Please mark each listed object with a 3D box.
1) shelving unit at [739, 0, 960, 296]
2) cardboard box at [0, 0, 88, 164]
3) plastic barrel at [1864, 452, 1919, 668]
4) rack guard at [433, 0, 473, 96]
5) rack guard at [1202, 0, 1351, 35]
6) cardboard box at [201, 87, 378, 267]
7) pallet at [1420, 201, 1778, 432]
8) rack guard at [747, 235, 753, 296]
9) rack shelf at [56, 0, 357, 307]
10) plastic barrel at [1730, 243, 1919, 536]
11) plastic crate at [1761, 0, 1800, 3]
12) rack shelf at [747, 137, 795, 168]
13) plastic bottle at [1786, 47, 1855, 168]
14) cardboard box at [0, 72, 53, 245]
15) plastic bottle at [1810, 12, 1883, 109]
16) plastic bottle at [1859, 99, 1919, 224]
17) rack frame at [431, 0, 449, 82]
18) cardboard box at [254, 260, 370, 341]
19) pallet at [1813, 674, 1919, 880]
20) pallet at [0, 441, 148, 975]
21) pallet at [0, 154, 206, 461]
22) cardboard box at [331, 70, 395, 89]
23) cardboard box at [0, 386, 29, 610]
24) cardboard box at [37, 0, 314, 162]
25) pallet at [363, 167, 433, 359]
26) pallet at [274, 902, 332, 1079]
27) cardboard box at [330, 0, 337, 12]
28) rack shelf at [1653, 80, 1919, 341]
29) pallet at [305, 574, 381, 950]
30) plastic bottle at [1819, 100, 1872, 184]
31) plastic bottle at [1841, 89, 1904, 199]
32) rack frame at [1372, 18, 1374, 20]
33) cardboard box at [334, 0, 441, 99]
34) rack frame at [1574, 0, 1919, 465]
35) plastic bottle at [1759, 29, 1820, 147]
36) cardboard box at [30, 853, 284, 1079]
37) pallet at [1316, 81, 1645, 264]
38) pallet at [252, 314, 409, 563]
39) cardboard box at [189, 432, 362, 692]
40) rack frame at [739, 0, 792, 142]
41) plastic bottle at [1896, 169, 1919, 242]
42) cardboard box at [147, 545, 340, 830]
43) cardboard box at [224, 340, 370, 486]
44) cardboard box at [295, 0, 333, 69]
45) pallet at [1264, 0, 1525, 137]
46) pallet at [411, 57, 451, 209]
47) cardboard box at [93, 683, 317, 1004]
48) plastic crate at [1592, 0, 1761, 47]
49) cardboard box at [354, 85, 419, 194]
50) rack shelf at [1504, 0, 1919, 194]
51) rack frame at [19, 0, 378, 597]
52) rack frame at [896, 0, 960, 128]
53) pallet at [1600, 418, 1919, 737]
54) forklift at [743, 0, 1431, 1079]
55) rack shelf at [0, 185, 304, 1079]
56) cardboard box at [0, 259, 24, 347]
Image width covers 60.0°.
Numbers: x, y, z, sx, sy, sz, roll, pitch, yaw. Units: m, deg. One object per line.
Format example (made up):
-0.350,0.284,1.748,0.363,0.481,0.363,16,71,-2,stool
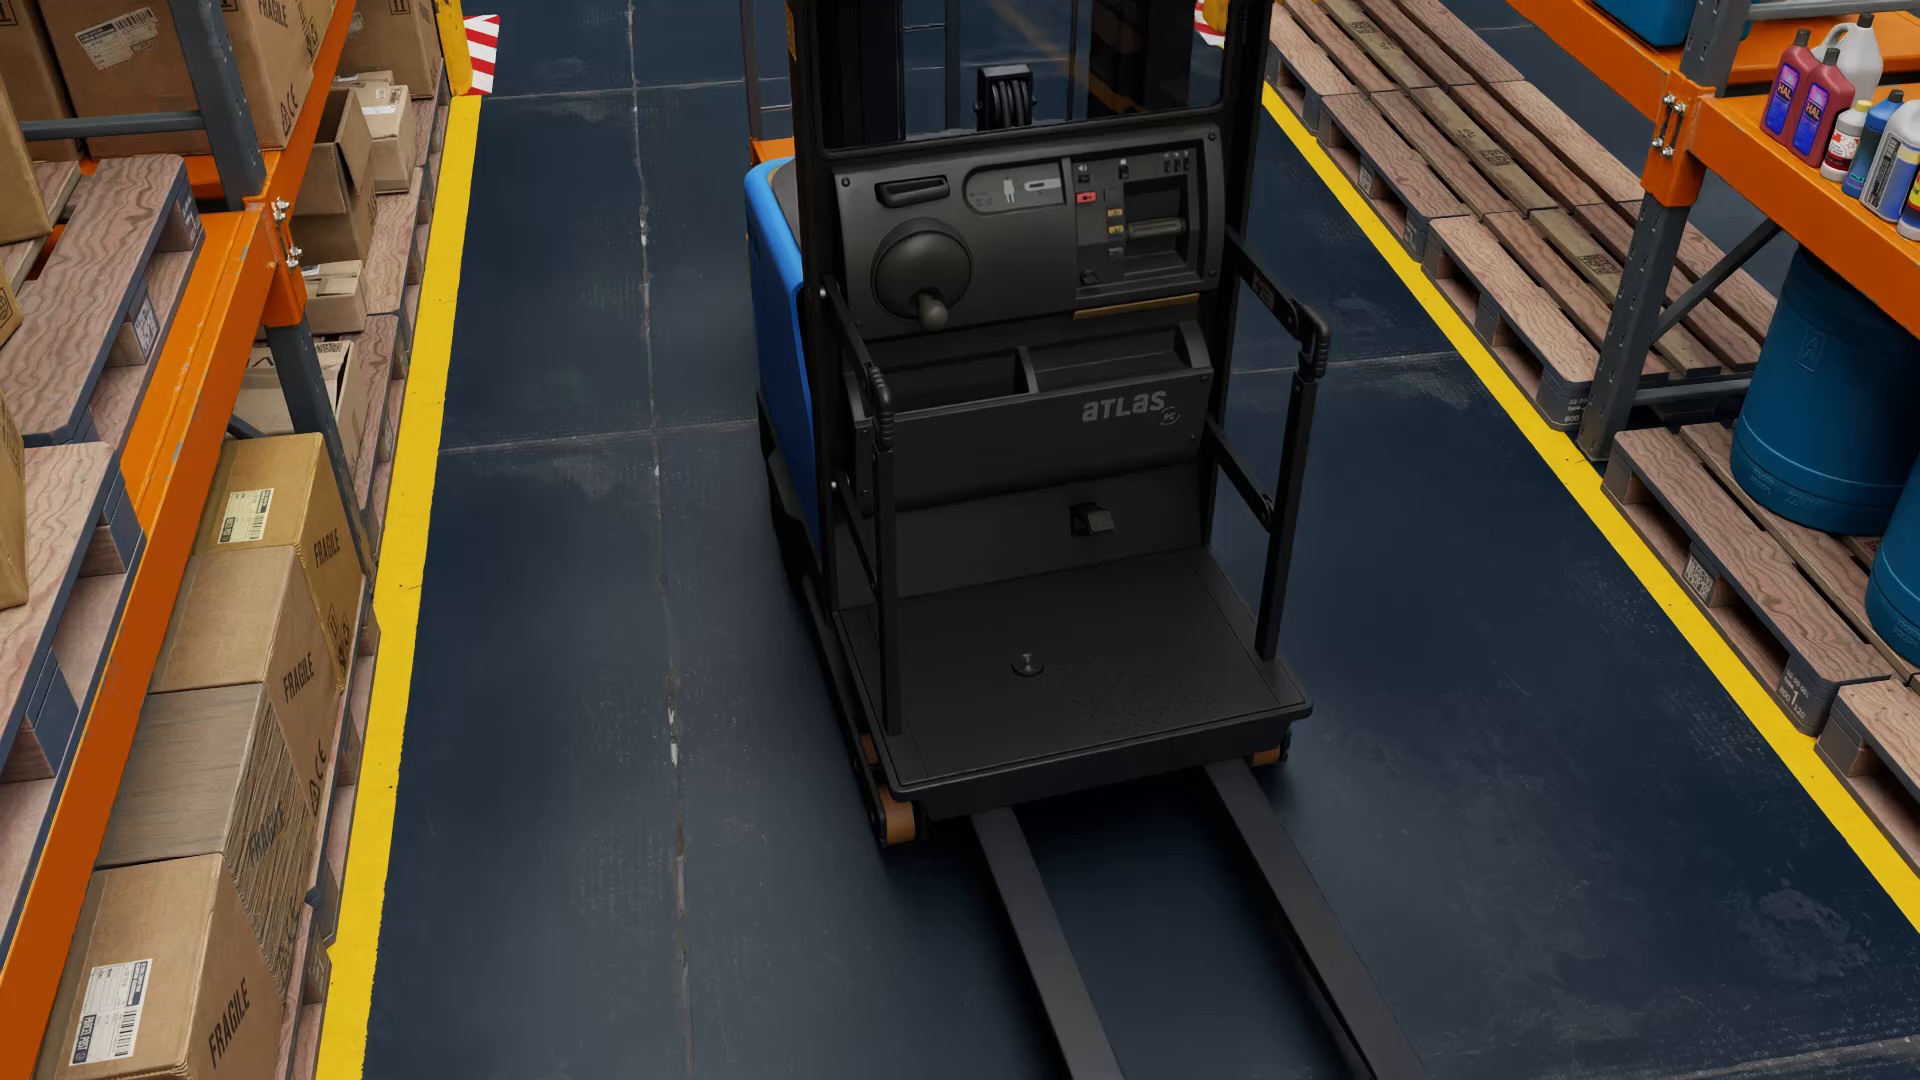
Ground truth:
-0.387,-1.294,5.693,0.587,1.500,1.083,-10,39,-13,shelving unit
-2.618,-1.312,4.412,0.500,0.500,0.500,-6,38,-7,cardboard box
2.802,-0.108,4.312,0.600,0.901,0.708,-6,38,-8,plastic barrel
-2.966,-2.381,7.908,1.175,0.500,0.348,-6,38,-8,rack guard
1.881,-2.971,8.666,1.175,0.500,0.348,-6,38,-8,rack guard
-2.612,-1.320,6.181,0.797,0.503,0.637,-6,38,-8,cardboard box
2.432,-0.868,6.195,1.003,0.211,1.213,-6,38,-8,pallet
-0.524,-1.094,6.454,0.587,0.250,0.087,-10,39,-13,rack guard
-2.628,-1.922,5.866,1.077,0.370,4.000,-6,38,-8,rack shelf
2.678,-0.536,4.862,0.600,0.901,0.708,-6,38,-8,plastic barrel
2.659,-1.745,5.217,0.396,0.136,0.243,-6,38,-8,plastic crate
-0.385,-1.146,5.796,0.538,0.185,1.000,-10,39,-13,rack shelf
2.267,-1.135,4.361,0.061,0.283,0.133,-6,38,-8,plastic bottle
-2.415,-0.893,3.531,0.700,0.500,0.500,-19,42,-23,cardboard box
2.349,-1.237,4.438,0.144,0.351,0.185,-6,38,-8,plastic bottle
2.370,-0.938,4.114,0.152,0.276,0.135,-6,38,-8,plastic bottle
-2.979,-3.414,7.200,1.000,3.000,0.127,-6,38,-8,rack frame
-2.300,-0.851,5.852,0.380,0.166,0.250,-6,38,-8,cardboard box
2.911,0.781,4.072,1.003,0.211,1.213,-6,38,-8,pallet
-1.922,0.319,2.550,1.003,0.211,1.213,-6,38,-8,pallet
-2.245,-0.428,3.513,1.003,0.211,1.213,-6,38,-8,pallet
-2.659,-1.913,7.218,0.380,0.166,0.250,-6,38,-8,cardboard box
-1.907,-0.143,2.565,0.700,0.500,0.500,-16,41,-19,cardboard box
-2.099,-1.375,4.493,0.500,0.500,0.500,-5,38,-7,cardboard box
-2.615,-1.050,6.430,1.003,0.211,1.213,-6,38,-8,pallet
-1.881,1.329,3.368,1.003,0.211,1.213,-6,38,-8,pallet
-2.277,-1.986,5.280,0.500,0.500,0.500,-6,38,-8,cardboard box
2.950,-0.037,3.439,1.077,0.370,4.000,-6,38,-8,rack shelf
-2.098,0.590,4.318,1.003,0.211,1.213,-6,38,-8,pallet
2.305,-1.035,4.299,0.097,0.201,0.097,0,38,0,plastic bottle
2.322,-1.004,4.202,0.097,0.271,0.097,0,38,0,plastic bottle
1.898,-3.945,7.883,1.000,3.000,0.127,-6,38,-8,rack frame
-2.641,-2.299,7.443,0.500,0.500,0.500,-6,38,-8,cardboard box
2.599,-1.529,4.773,1.000,3.000,0.127,-6,38,-8,rack frame
2.244,-1.215,4.465,0.061,0.283,0.133,-6,38,-8,plastic bottle
-1.652,0.992,3.207,0.500,0.500,0.500,-7,38,-9,cardboard box
2.215,-1.606,7.145,1.003,0.211,1.213,-6,38,-8,pallet
-2.397,-0.312,5.480,1.003,0.211,1.213,-6,38,-8,pallet
-1.909,0.082,4.378,0.500,0.500,0.500,-6,38,-8,cardboard box
-0.524,-1.588,6.072,0.500,1.500,0.032,-10,39,-13,rack frame
2.363,-0.863,4.021,0.097,0.271,0.097,0,38,0,plastic bottle
-1.831,0.382,3.992,0.500,0.500,0.500,-6,38,-8,cardboard box
-2.138,-0.387,5.136,0.500,0.311,0.500,-6,38,-8,cardboard box
-2.192,-1.684,4.891,0.500,0.500,0.500,-6,38,-7,cardboard box
2.005,-2.341,8.092,1.003,0.211,1.213,-6,38,-8,pallet
-2.825,-1.786,7.377,1.003,0.211,1.213,-6,38,-8,pallet
-1.743,0.685,3.603,0.500,0.500,0.500,-6,38,-7,cardboard box
2.182,-1.791,5.075,0.392,0.384,0.575,-6,38,-8,plastic crate
-2.504,-1.623,6.777,0.500,0.250,0.500,-6,38,-8,cardboard box
2.249,-2.453,6.549,1.077,0.370,4.000,-6,38,-8,rack shelf
-2.278,-0.998,4.090,1.000,3.000,0.127,-6,38,-8,rack frame
-0.245,-0.988,5.300,0.500,1.500,0.032,-10,39,-13,rack frame
2.694,0.043,5.023,1.003,0.211,1.213,-6,38,-8,pallet
0.235,-0.652,3.700,1.130,2.935,3.031,-10,39,-13,forklift
-1.927,0.494,2.756,1.077,0.370,4.000,-6,38,-8,rack shelf
-2.232,-0.485,3.005,0.700,0.500,0.500,-1,38,-1,cardboard box
